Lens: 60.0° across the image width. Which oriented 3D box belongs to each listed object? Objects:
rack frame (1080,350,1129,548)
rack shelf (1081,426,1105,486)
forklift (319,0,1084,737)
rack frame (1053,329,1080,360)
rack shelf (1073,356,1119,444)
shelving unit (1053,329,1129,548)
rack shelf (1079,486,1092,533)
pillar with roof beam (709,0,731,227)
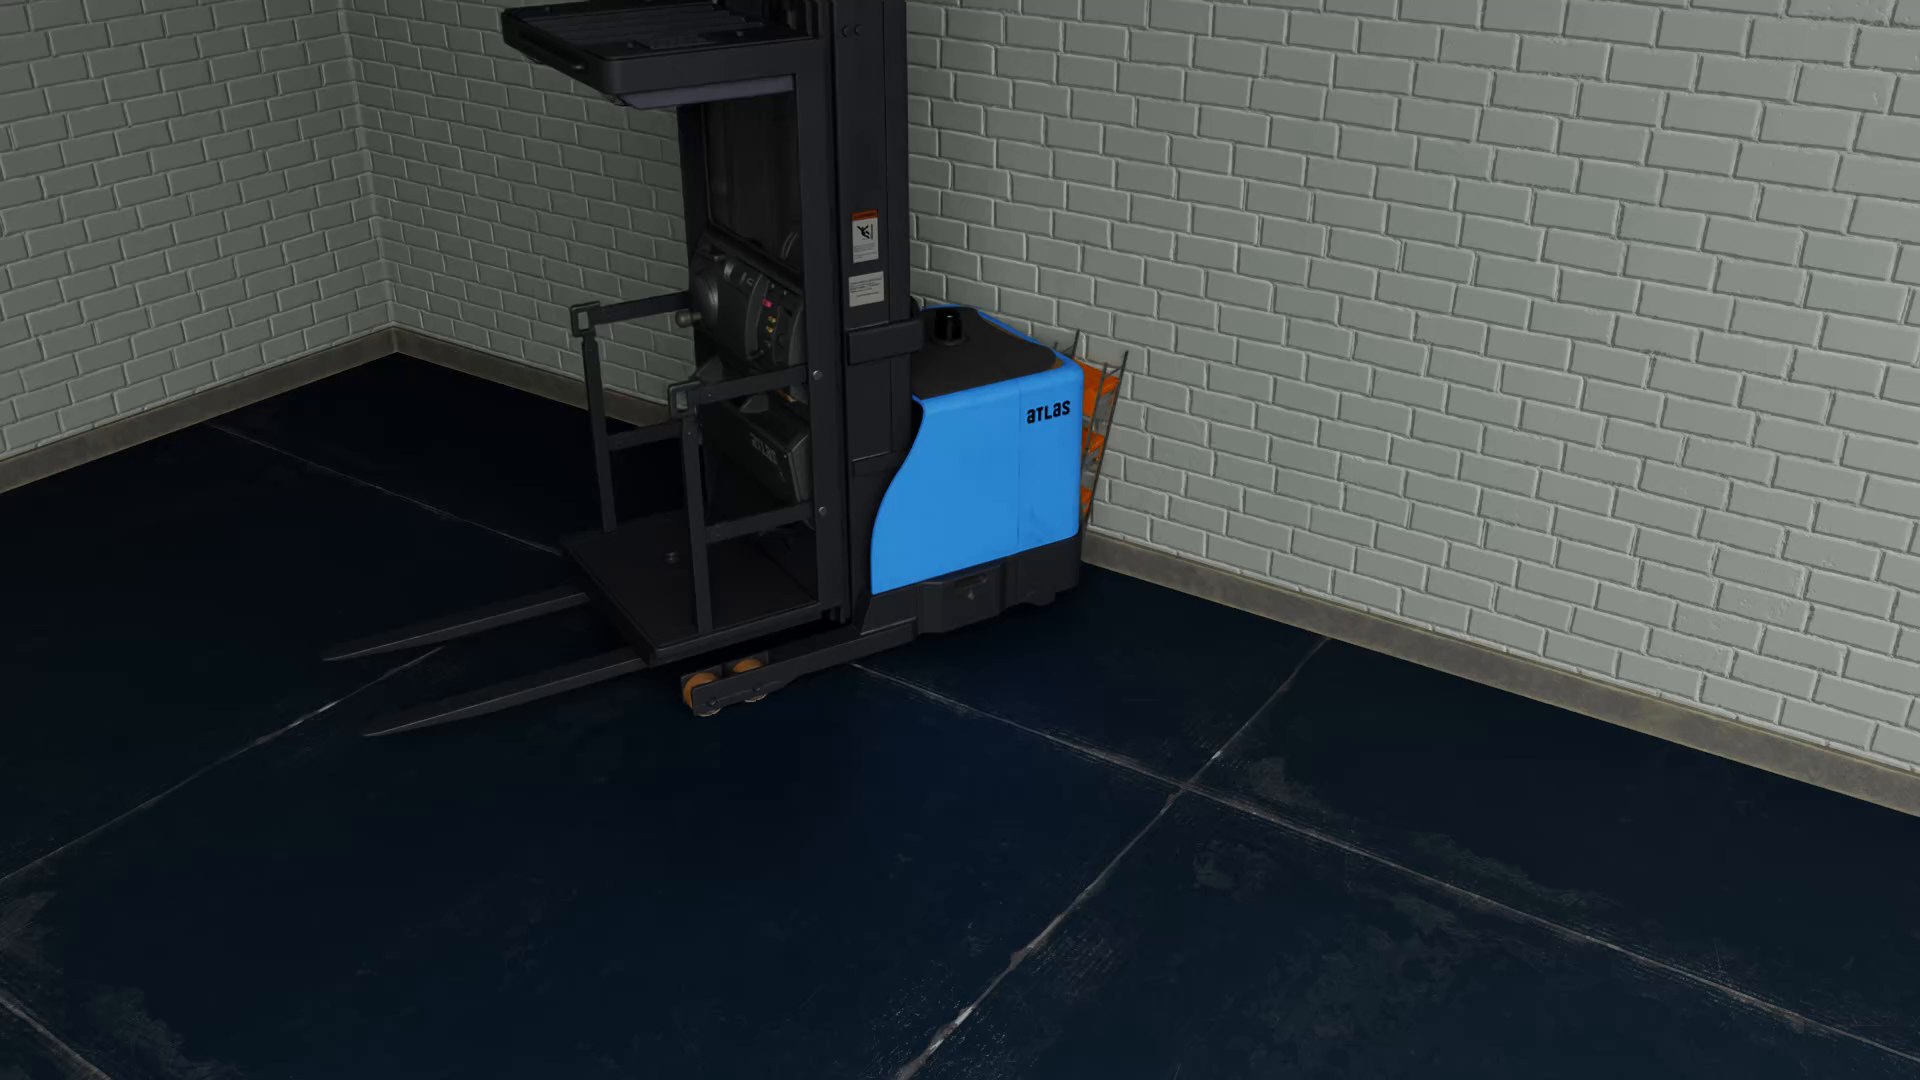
[{"bbox_3d":[0.570,-0.325,7.218,0.008,1.050,0.200,27,35,24],"label":"rack frame"},{"bbox_3d":[0.469,-0.366,7.273,0.240,0.259,0.215,27,35,24],"label":"rack shelf"},{"bbox_3d":[-1.001,-0.900,6.287,3.031,2.935,1.130,-16,31,-28],"label":"forklift"},{"bbox_3d":[0.372,-0.425,7.318,0.008,1.050,0.200,27,35,24],"label":"rack frame"},{"bbox_3d":[0.515,-0.604,7.126,0.240,0.259,0.215,27,35,24],"label":"rack shelf"},{"bbox_3d":[0.471,-0.375,7.268,0.252,1.050,0.215,27,35,24],"label":"shelving unit"},{"bbox_3d":[0.424,-0.133,7.417,0.240,0.259,0.215,27,35,24],"label":"rack shelf"},{"bbox_3d":[-3.427,-2.721,3.175,0.400,9.000,9.100,17,32,30],"label":"pillar with roof beam"}]
